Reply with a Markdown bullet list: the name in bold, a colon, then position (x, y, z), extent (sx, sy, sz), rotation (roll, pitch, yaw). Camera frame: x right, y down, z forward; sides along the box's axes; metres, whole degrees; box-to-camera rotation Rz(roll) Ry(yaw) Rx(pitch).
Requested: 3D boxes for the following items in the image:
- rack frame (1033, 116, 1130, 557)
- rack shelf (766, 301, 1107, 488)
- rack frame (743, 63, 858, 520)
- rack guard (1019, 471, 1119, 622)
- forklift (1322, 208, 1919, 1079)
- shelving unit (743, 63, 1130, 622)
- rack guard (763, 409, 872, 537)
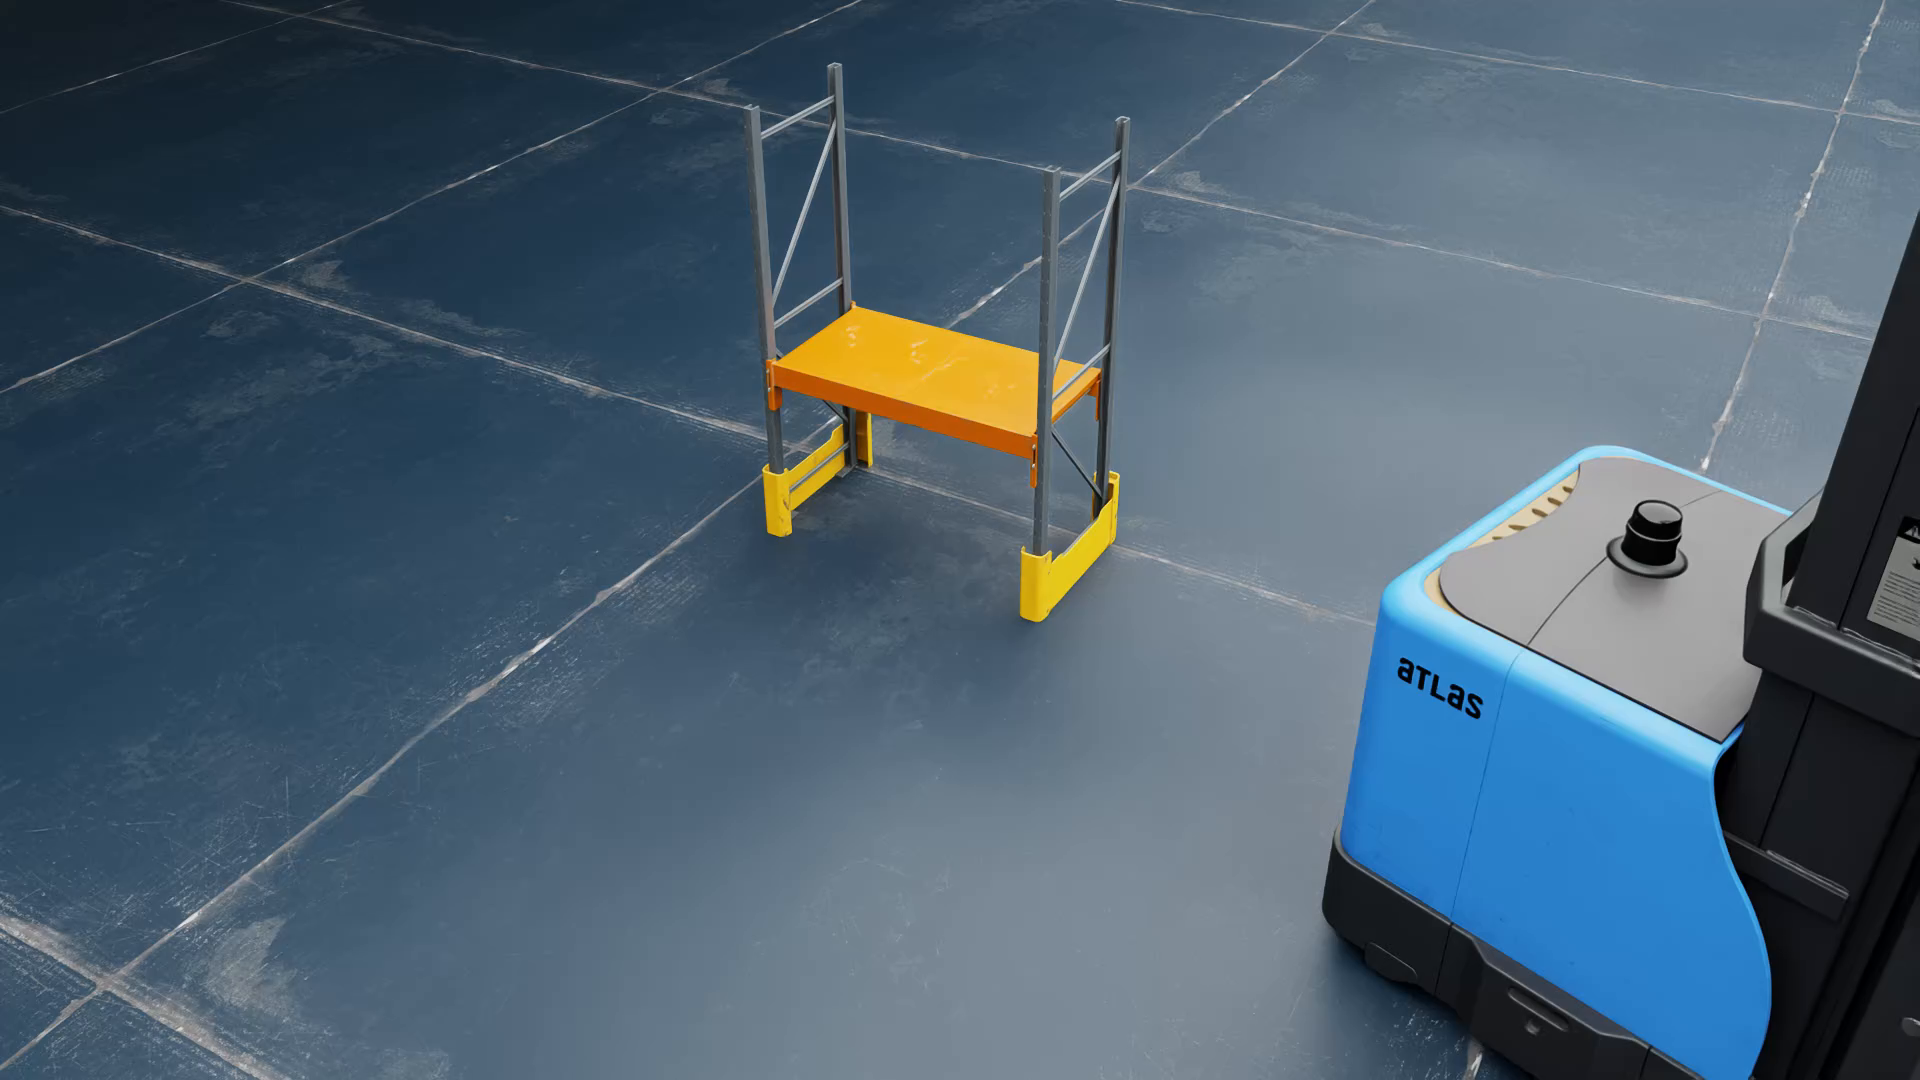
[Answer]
- **rack frame**: position (0.367, -0.508, 5.160), extent (0.032, 1.500, 0.500), rotation (18, 37, 24)
- **rack shelf**: position (-0.074, -0.498, 5.469), extent (1.000, 0.185, 0.538), rotation (18, 37, 24)
- **rack frame**: position (-0.515, -0.788, 5.579), extent (0.032, 1.500, 0.500), rotation (18, 37, 24)
- **rack guard**: position (0.366, 0.012, 5.507), extent (0.087, 0.250, 0.587), rotation (18, 37, 24)
- **forklift**: position (2.298, 0.185, 2.827), extent (1.130, 2.935, 3.031), rotation (-28, 43, -35)
- **shelving unit**: position (-0.066, -0.645, 5.366), extent (1.083, 1.500, 0.587), rotation (18, 37, 24)
- **rack guard**: position (-0.499, -0.262, 5.918), extent (0.087, 0.250, 0.587), rotation (18, 37, 24)
